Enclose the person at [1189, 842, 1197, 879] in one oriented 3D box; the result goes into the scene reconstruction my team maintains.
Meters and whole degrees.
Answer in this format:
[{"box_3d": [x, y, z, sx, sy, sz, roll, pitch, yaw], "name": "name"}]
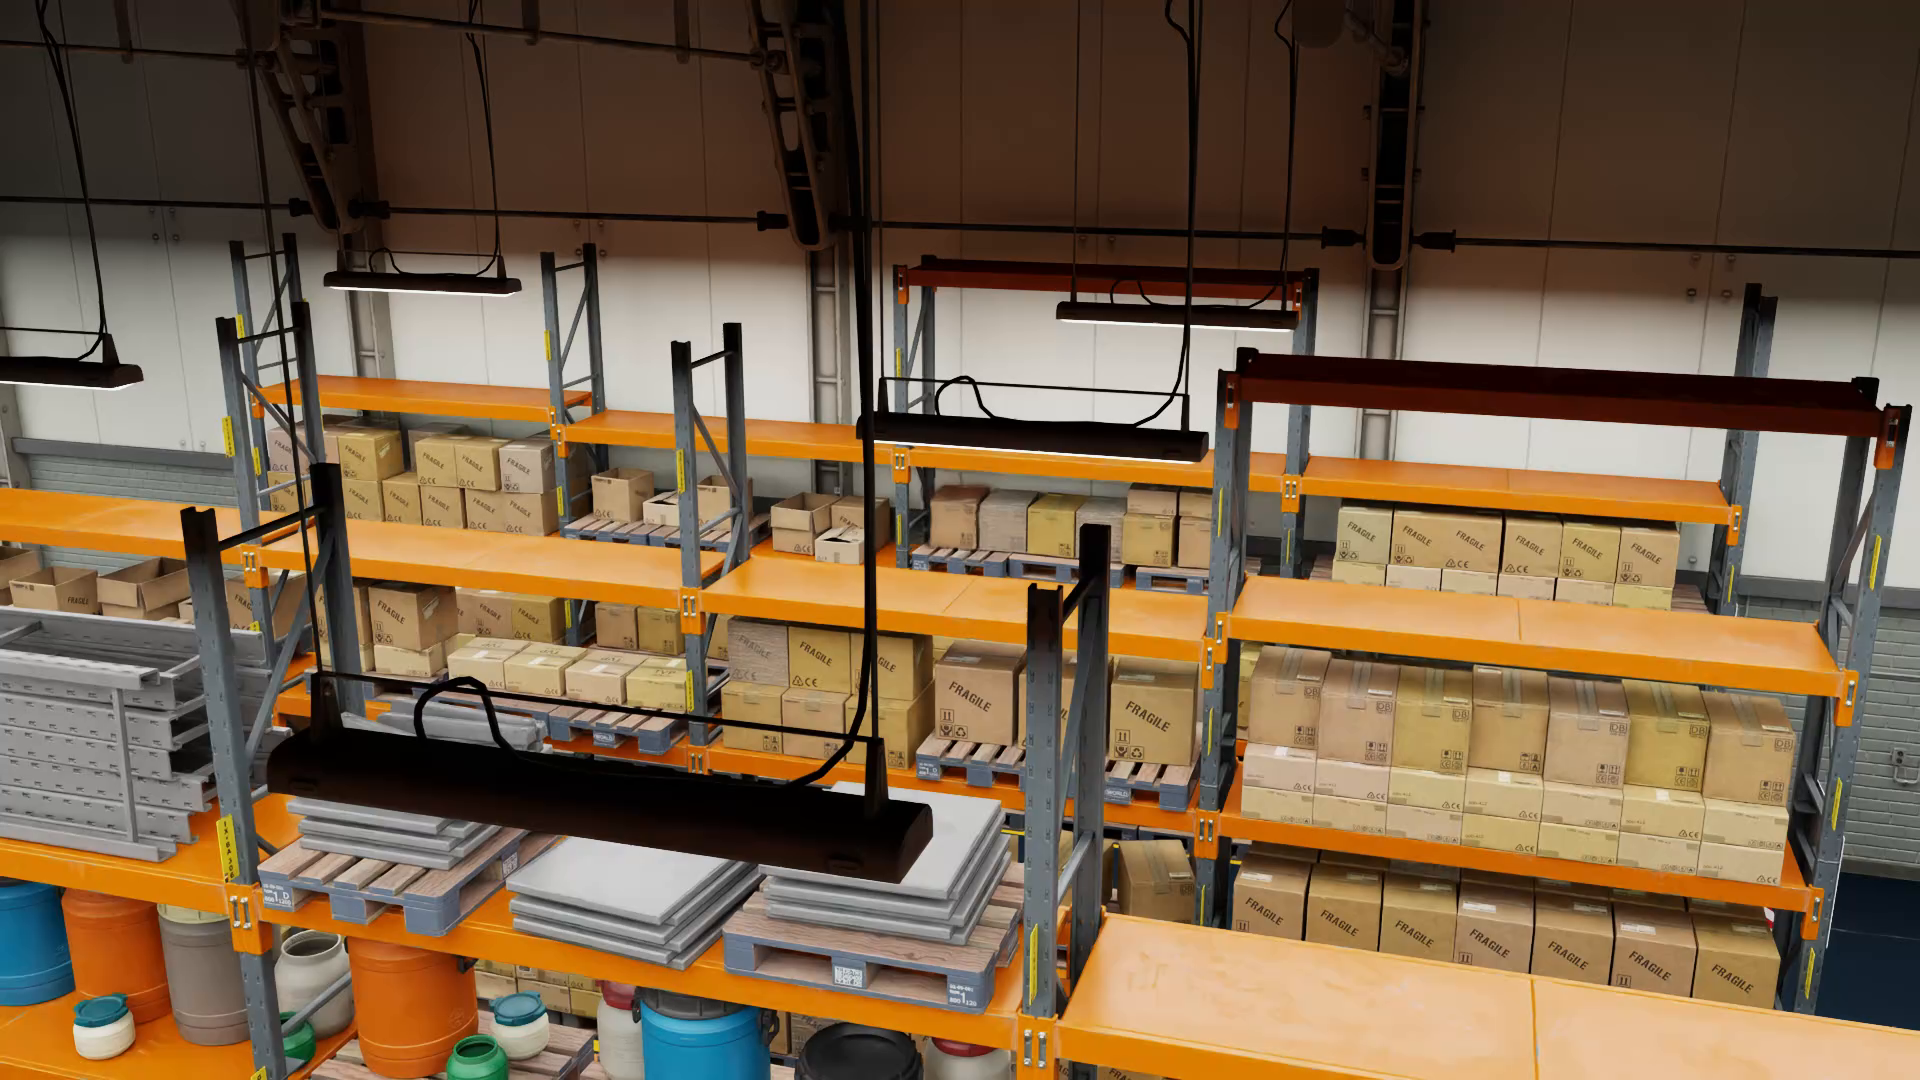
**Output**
[{"box_3d": [1.995, 3.236, 14.395, 0.668, 1.760, 0.659, -2, 16, -6], "name": "person"}]
